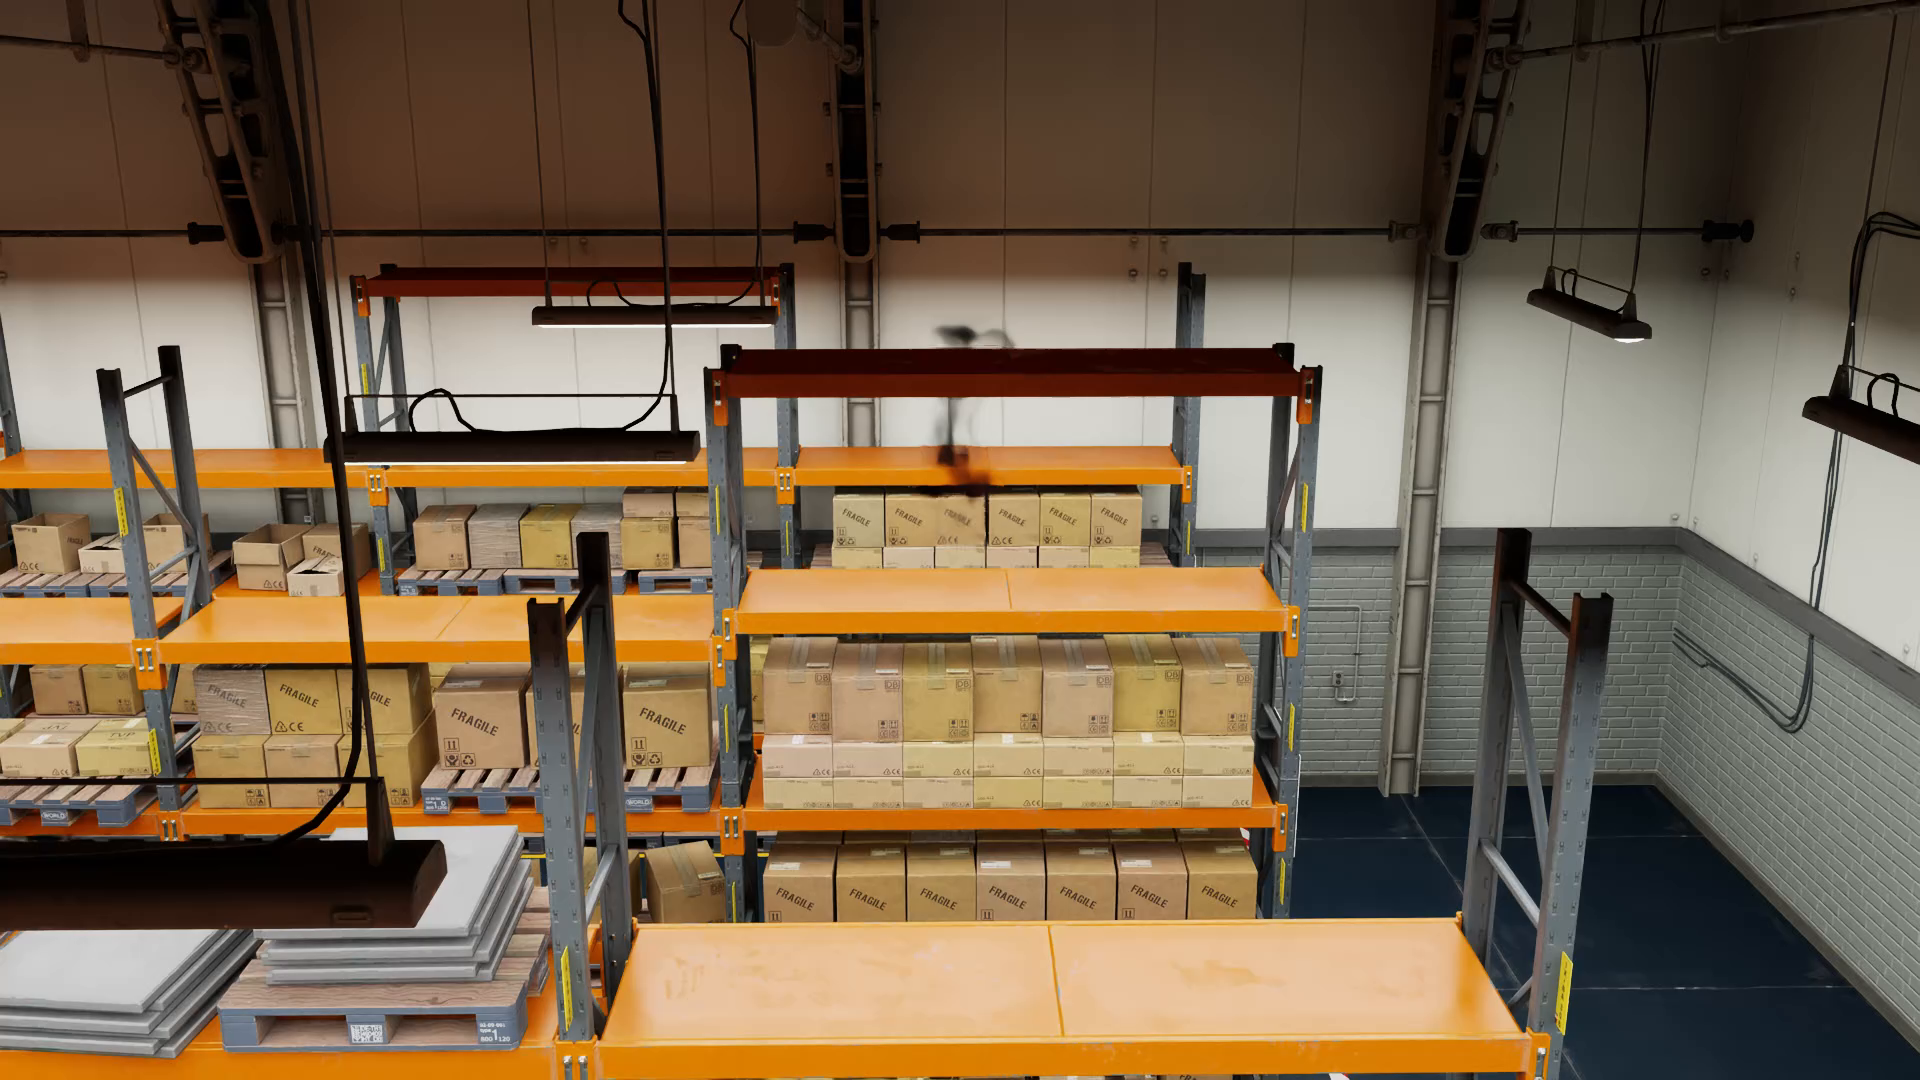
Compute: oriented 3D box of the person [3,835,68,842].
[{"bbox_3d":[-8.457,3.024,15.297,0.737,1.655,0.649,-5,17,-16],"label":"person"}]
